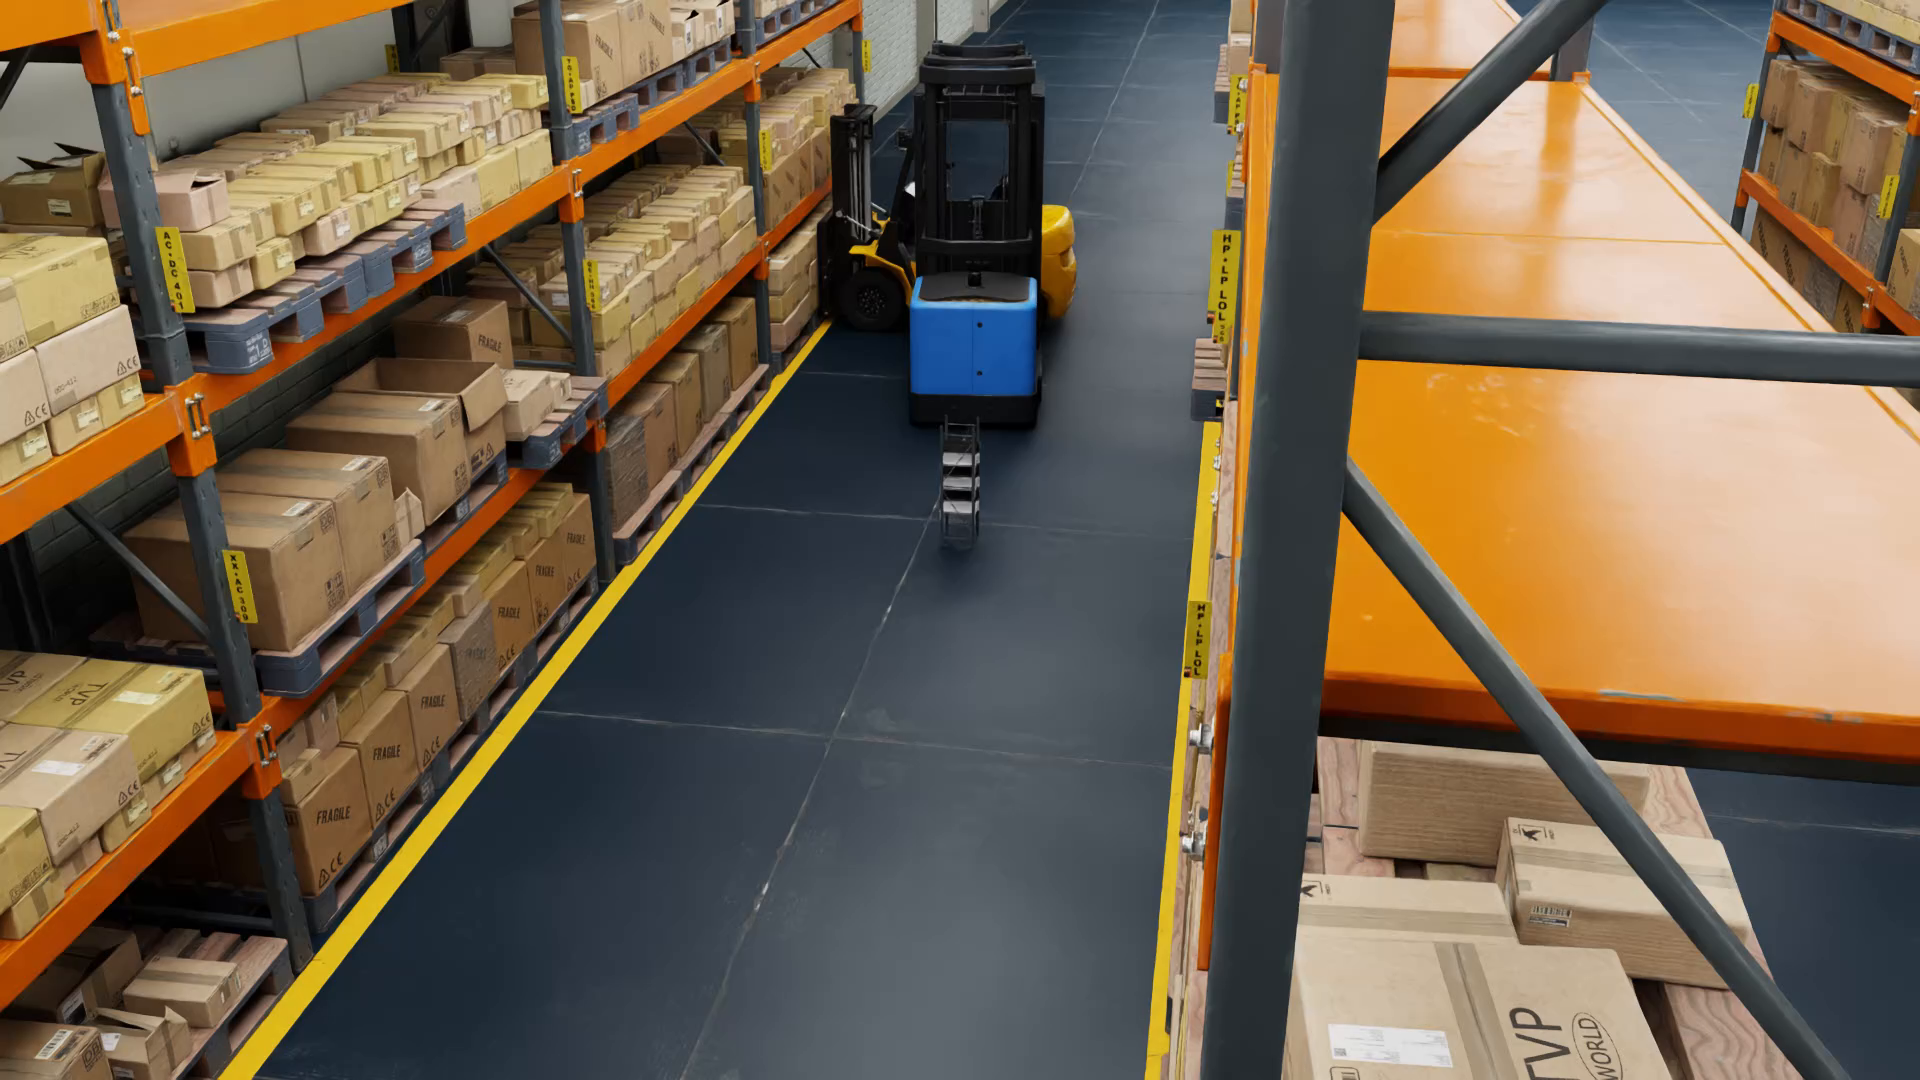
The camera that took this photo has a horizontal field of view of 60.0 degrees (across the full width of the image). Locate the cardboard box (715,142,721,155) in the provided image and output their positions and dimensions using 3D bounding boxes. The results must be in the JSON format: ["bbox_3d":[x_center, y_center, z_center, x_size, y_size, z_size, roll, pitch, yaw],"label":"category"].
[{"bbox_3d":[-2.309,-3.505,14.816,0.380,0.149,0.250,5,25,10],"label":"cardboard box"}]

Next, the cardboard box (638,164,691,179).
[{"bbox_3d":[-2.436,-3.003,13.744,0.380,0.149,0.250,3,25,7],"label":"cardboard box"}]

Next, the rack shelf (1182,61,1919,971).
[{"bbox_3d":[1.097,-0.482,3.484,1.077,0.370,4.000,4,25,9],"label":"rack shelf"}]

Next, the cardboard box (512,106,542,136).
[{"bbox_3d":[-2.641,-2.429,9.570,0.380,0.149,0.250,5,25,10],"label":"cardboard box"}]

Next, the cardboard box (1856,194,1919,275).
[{"bbox_3d":[7.679,-2.376,13.111,0.875,0.550,0.550,4,25,9],"label":"cardboard box"}]

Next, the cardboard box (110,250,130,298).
[{"bbox_3d":[-3.493,-1.062,6.625,0.380,0.149,0.250,4,25,8],"label":"cardboard box"}]

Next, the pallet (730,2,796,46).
[{"bbox_3d":[-2.053,-4.473,14.334,1.003,0.211,1.213,4,25,9],"label":"pallet"}]

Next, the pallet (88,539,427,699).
[{"bbox_3d":[-3.236,0.310,7.776,1.003,0.211,1.213,4,25,9],"label":"pallet"}]

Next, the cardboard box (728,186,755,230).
[{"bbox_3d":[-1.995,-2.732,13.635,0.500,0.250,0.500,3,25,7],"label":"cardboard box"}]

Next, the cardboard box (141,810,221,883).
[{"bbox_3d":[-3.686,1.266,7.961,0.500,0.500,0.500,4,25,8],"label":"cardboard box"}]

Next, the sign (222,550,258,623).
[{"bbox_3d":[-2.938,0.192,6.780,0.100,0.325,0.005,4,25,9],"label":"sign"}]

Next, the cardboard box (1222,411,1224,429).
[{"bbox_3d":[1.749,-0.526,9.512,0.500,0.250,0.500,4,25,8],"label":"cardboard box"}]

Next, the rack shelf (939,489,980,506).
[{"bbox_3d":[-0.001,-0.292,11.604,0.258,0.077,0.200,4,25,9],"label":"rack shelf"}]

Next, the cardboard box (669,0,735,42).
[{"bbox_3d":[-2.045,-4.030,12.775,0.500,0.311,0.500,3,25,7],"label":"cardboard box"}]

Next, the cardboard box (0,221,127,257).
[{"bbox_3d":[-3.540,-1.199,6.567,0.380,0.149,0.250,4,25,8],"label":"cardboard box"}]

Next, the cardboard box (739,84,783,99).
[{"bbox_3d":[-1.957,-4.384,16.344,0.380,0.149,0.250,5,26,10],"label":"cardboard box"}]

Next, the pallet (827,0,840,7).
[{"bbox_3d":[-1.654,-5.494,16.514,1.003,0.211,1.213,4,25,9],"label":"pallet"}]

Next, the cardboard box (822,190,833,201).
[{"bbox_3d":[-1.358,-3.439,17.127,0.500,0.250,0.500,4,25,9],"label":"cardboard box"}]

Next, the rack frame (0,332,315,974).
[{"bbox_3d":[-3.474,0.550,7.037,1.000,3.000,0.127,4,25,9],"label":"rack frame"}]

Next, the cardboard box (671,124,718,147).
[{"bbox_3d":[-2.331,-3.526,14.512,0.380,0.149,0.250,3,25,7],"label":"cardboard box"}]

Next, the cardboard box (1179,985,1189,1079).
[{"bbox_3d":[0.754,1.422,3.877,0.500,0.500,0.500,4,25,8],"label":"cardboard box"}]

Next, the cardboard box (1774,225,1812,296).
[{"bbox_3d":[8.097,-2.398,15.345,0.875,0.875,0.875,4,25,8],"label":"cardboard box"}]

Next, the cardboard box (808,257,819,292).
[{"bbox_3d":[-1.609,-2.569,15.858,0.500,0.250,0.500,4,25,8],"label":"cardboard box"}]

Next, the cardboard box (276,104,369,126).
[{"bbox_3d":[-3.311,-2.167,8.659,0.380,0.149,0.250,4,25,8],"label":"cardboard box"}]

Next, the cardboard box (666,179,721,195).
[{"bbox_3d":[-2.120,-2.769,13.245,0.380,0.149,0.250,4,25,8],"label":"cardboard box"}]

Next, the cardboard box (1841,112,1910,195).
[{"bbox_3d":[7.700,-3.100,13.384,0.875,0.550,0.550,4,25,9],"label":"cardboard box"}]

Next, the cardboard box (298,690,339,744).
[{"bbox_3d":[-3.158,0.820,7.798,0.380,0.149,0.250,3,25,6],"label":"cardboard box"}]

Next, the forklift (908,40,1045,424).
[{"bbox_3d":[0.172,-2.865,14.413,1.130,2.935,3.031,1,25,2],"label":"forklift"}]

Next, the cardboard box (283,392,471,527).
[{"bbox_3d":[-2.962,-0.417,8.490,0.700,0.500,0.500,4,25,8],"label":"cardboard box"}]

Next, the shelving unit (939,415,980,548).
[{"bbox_3d":[-0.001,-0.404,11.552,0.258,0.900,0.210,4,25,9],"label":"shelving unit"}]

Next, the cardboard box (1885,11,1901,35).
[{"bbox_3d":[7.457,-4.021,12.948,0.380,0.149,0.250,4,25,9],"label":"cardboard box"}]

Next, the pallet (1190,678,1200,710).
[{"bbox_3d":[1.874,0.807,9.778,1.003,0.211,1.213,4,25,9],"label":"pallet"}]

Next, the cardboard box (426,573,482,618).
[{"bbox_3d":[-2.896,0.302,9.255,0.380,0.149,0.250,3,25,6],"label":"cardboard box"}]

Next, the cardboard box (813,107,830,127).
[{"bbox_3d":[-1.479,-4.106,16.100,0.380,0.149,0.250,4,25,9],"label":"cardboard box"}]

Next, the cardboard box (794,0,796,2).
[{"bbox_3d":[-1.625,-4.929,14.749,0.396,0.266,0.258,3,25,7],"label":"cardboard box"}]

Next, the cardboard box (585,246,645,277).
[{"bbox_3d":[-2.388,-1.906,11.401,0.380,0.149,0.250,4,25,9],"label":"cardboard box"}]

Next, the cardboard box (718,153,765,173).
[{"bbox_3d":[-1.855,-3.250,14.273,0.380,0.149,0.250,4,25,8],"label":"cardboard box"}]

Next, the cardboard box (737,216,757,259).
[{"bbox_3d":[-1.991,-2.499,13.728,0.500,0.250,0.500,5,25,10],"label":"cardboard box"}]

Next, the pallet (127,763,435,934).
[{"bbox_3d":[-3.379,1.470,8.361,1.003,0.211,1.213,4,25,9],"label":"pallet"}]

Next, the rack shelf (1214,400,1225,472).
[{"bbox_3d":[2.404,-1.292,11.820,1.077,0.370,4.000,4,25,9],"label":"rack shelf"}]

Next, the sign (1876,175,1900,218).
[{"bbox_3d":[7.083,-2.619,12.692,0.100,0.325,0.005,4,25,9],"label":"sign"}]

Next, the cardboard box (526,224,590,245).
[{"bbox_3d":[-2.883,-2.155,11.933,0.380,0.149,0.250,4,25,8],"label":"cardboard box"}]

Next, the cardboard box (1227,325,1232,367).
[{"bbox_3d":[1.755,-1.090,9.242,0.500,0.500,0.500,3,25,7],"label":"cardboard box"}]

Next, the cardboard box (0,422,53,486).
[{"bbox_3d":[-3.337,-0.310,5.633,0.380,0.149,0.250,5,26,10],"label":"cardboard box"}]

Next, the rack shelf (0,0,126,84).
[{"bbox_3d":[-3.801,-1.004,4.132,1.077,0.370,4.000,4,25,9],"label":"rack shelf"}]

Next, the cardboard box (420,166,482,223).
[{"bbox_3d":[-2.828,-1.763,8.616,0.500,0.250,0.500,4,25,9],"label":"cardboard box"}]

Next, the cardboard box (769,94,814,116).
[{"bbox_3d":[-1.609,-4.137,15.815,0.380,0.149,0.250,4,25,9],"label":"cardboard box"}]

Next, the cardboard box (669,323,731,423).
[{"bbox_3d":[-2.375,-1.368,13.440,0.875,0.625,0.625,4,25,8],"label":"cardboard box"}]

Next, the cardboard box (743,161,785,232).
[{"bbox_3d":[-1.837,-3.009,14.522,0.500,0.500,0.500,3,25,7],"label":"cardboard box"}]

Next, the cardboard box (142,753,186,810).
[{"bbox_3d":[-3.298,0.925,6.532,0.380,0.149,0.250,5,25,10],"label":"cardboard box"}]

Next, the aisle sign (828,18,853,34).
[{"bbox_3d":[-1.213,-5.654,17.224,0.394,0.787,0.004,4,25,9],"label":"aisle sign"}]
